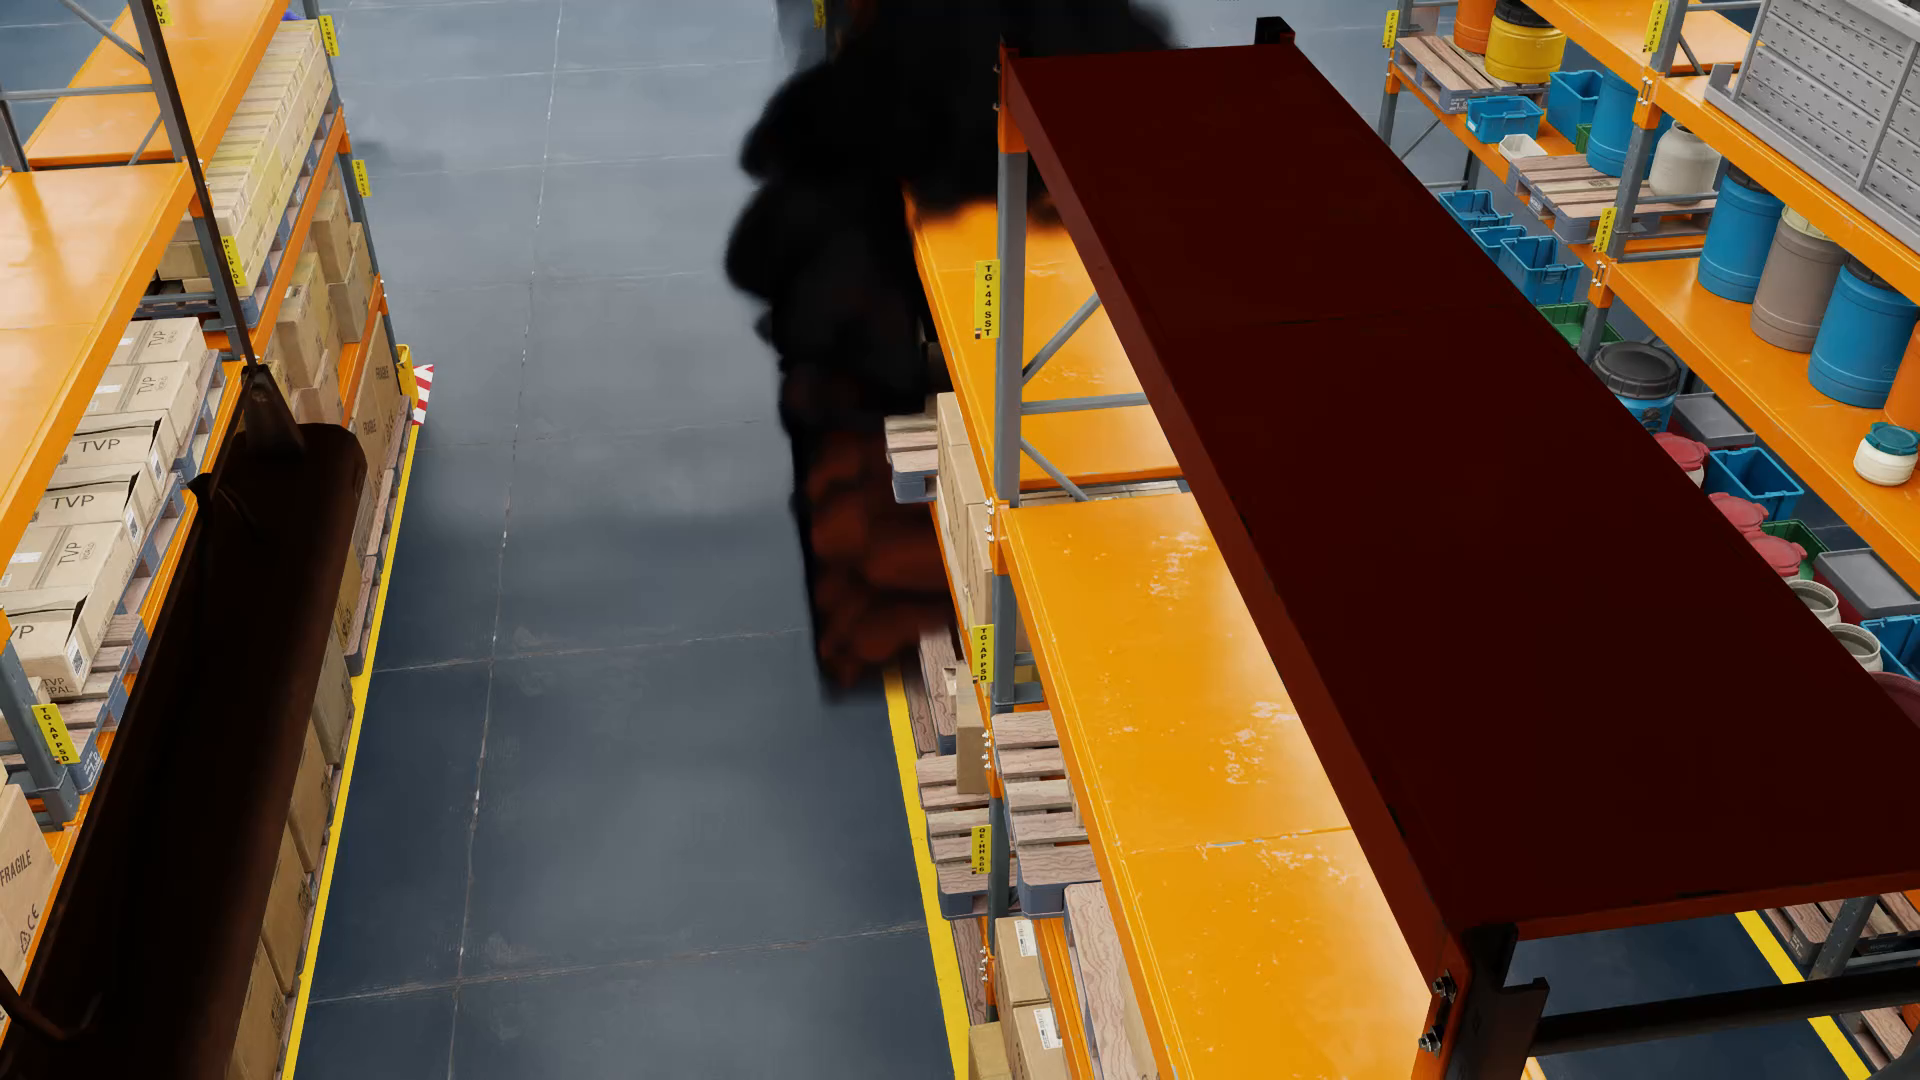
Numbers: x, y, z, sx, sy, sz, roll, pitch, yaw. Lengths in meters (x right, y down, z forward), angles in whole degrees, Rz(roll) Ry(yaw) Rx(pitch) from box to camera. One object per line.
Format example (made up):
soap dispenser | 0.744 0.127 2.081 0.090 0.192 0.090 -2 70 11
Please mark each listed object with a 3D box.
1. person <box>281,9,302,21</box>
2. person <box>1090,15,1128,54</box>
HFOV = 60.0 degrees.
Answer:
person | -8.090 -5.724 19.865 0.724 1.700 0.541 9 37 13
person | 1.609 -5.197 19.076 0.733 1.671 0.630 6 37 7
